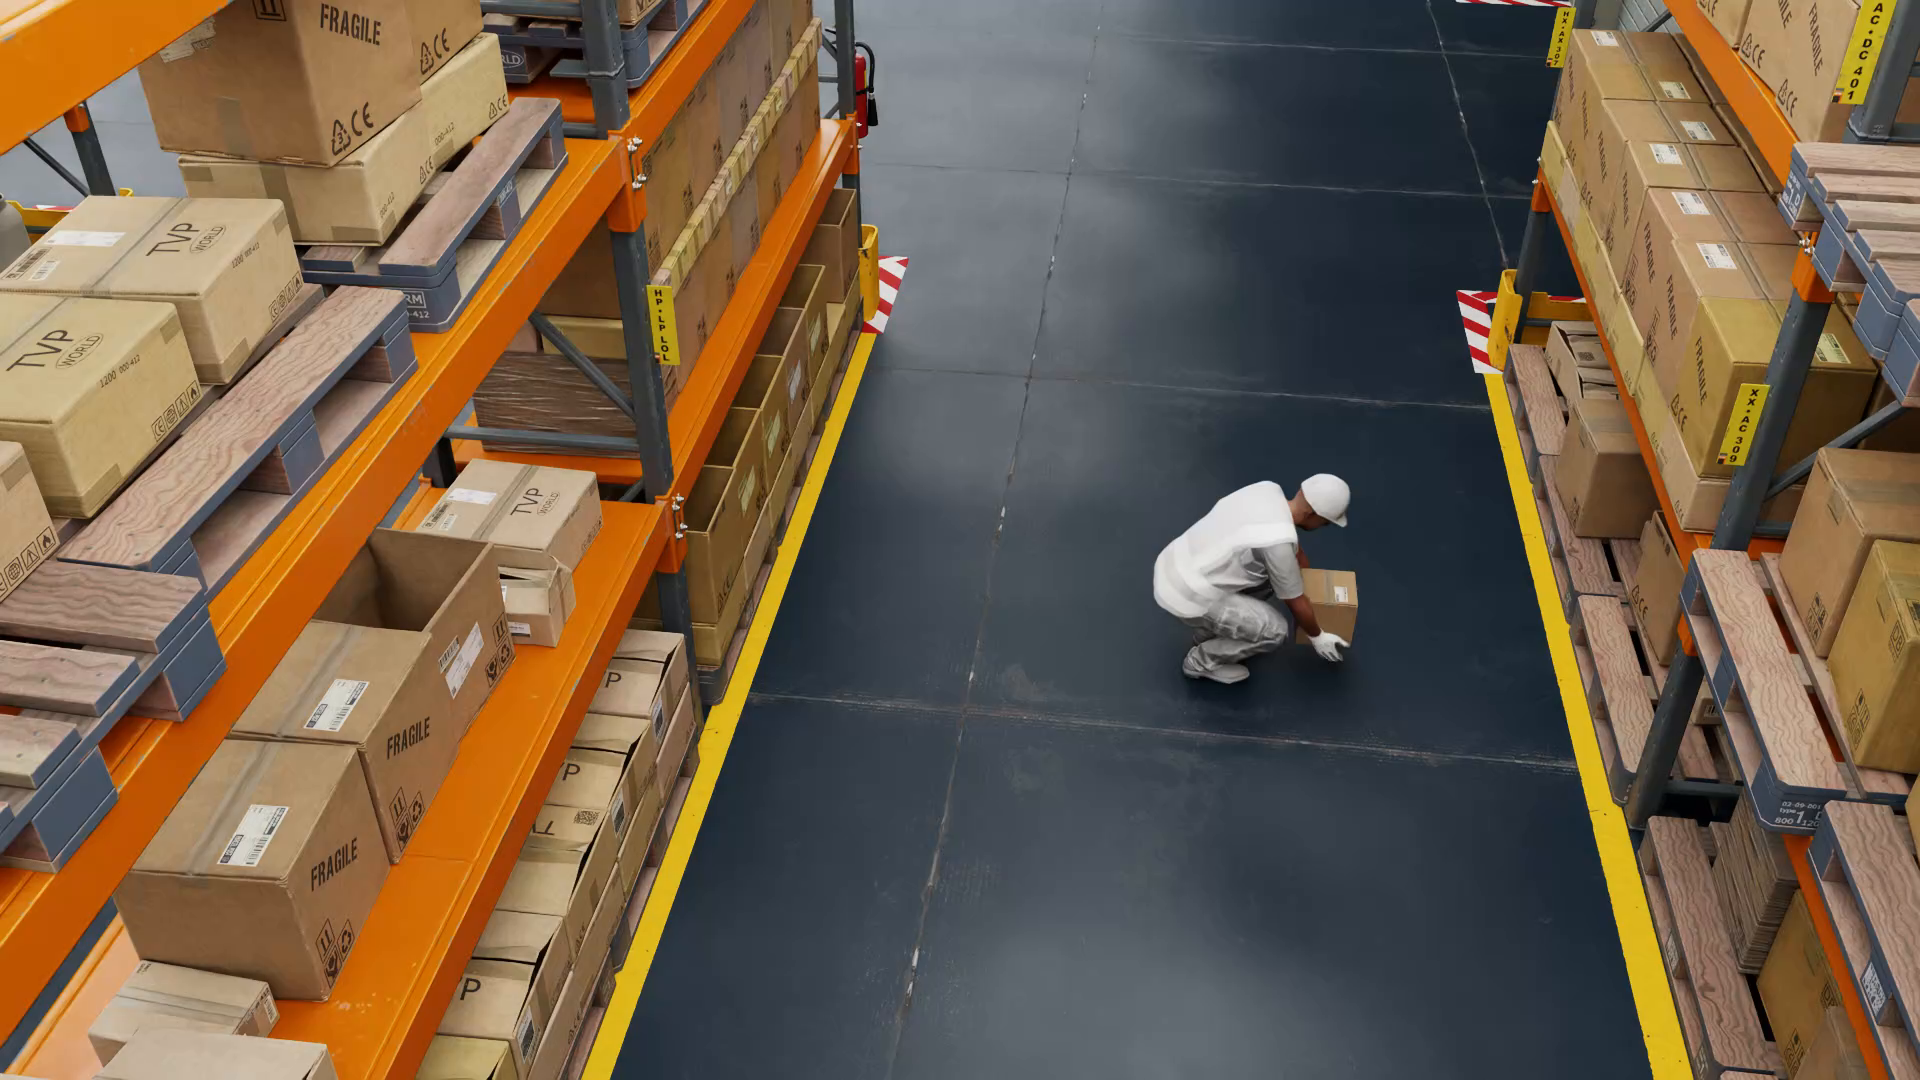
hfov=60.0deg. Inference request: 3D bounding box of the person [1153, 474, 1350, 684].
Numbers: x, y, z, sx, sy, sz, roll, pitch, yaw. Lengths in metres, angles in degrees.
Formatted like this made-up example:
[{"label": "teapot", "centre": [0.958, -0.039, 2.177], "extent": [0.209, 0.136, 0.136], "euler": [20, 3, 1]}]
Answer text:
[{"label": "person", "centre": [1.331, 0.138, 7.507], "extent": [0.901, 1.004, 0.565], "euler": [4, 36, 5]}]
